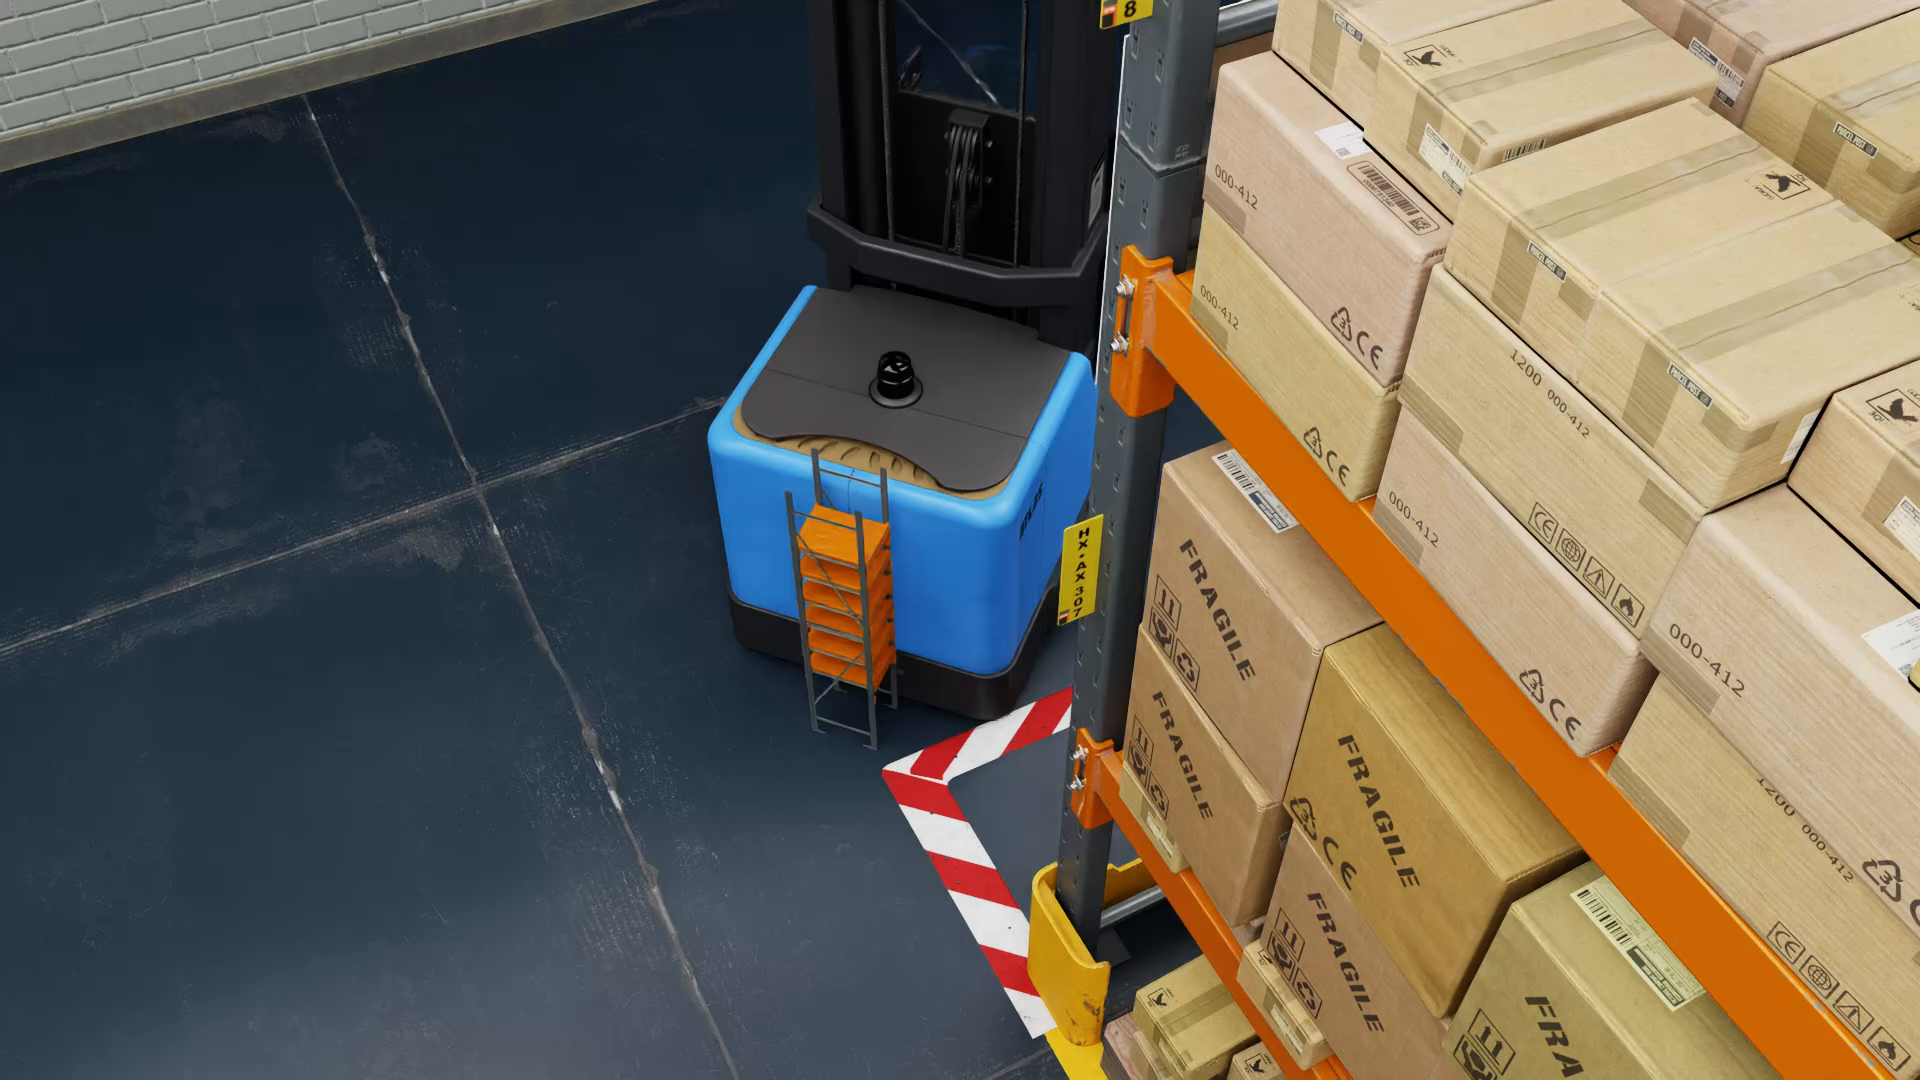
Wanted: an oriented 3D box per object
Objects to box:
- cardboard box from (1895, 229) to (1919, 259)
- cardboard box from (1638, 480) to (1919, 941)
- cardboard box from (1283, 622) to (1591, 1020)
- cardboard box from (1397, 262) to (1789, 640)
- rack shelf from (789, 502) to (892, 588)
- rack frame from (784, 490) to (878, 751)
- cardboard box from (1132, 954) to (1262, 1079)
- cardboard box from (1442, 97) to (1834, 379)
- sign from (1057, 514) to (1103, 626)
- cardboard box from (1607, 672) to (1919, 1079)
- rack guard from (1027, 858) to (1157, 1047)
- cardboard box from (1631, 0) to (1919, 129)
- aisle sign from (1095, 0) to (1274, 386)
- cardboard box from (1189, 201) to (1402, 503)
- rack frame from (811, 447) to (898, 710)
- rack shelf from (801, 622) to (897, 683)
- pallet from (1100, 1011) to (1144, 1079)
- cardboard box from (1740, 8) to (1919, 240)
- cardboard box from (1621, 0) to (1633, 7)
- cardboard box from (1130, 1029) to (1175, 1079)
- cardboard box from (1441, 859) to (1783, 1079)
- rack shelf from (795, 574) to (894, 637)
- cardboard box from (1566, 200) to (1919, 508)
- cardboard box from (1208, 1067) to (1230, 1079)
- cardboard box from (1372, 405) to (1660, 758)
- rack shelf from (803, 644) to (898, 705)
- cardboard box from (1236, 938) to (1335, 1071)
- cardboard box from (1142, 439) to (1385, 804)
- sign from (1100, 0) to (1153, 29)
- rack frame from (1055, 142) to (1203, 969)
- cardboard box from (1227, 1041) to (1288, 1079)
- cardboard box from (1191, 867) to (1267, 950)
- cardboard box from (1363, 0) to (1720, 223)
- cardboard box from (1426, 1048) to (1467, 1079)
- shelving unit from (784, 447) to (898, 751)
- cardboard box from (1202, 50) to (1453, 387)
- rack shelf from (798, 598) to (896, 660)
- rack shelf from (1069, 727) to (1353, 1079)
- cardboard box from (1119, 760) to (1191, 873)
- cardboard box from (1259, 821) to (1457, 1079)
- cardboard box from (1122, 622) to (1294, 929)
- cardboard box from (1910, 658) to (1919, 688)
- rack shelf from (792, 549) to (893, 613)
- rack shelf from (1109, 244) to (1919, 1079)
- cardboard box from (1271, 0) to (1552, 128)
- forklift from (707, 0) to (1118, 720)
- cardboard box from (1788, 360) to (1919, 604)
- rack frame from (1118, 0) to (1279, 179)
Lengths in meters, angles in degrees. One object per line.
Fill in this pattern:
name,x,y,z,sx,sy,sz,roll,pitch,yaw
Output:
cardboard box,1.418,-0.374,2.359,0.500,0.250,0.500,-22,53,-18
cardboard box,1.176,0.138,1.911,0.500,0.250,0.500,-21,52,-17
cardboard box,0.952,0.434,2.950,0.500,0.500,0.500,-20,52,-16
cardboard box,0.956,-0.204,2.211,0.500,0.250,0.500,-22,52,-18
rack shelf,-0.359,0.013,5.022,0.258,0.103,0.180,16,51,14
rack frame,-0.391,0.285,5.204,0.240,1.200,0.006,16,51,14
cardboard box,0.684,1.238,4.394,0.380,0.149,0.250,-23,53,-19
cardboard box,0.852,-0.389,2.107,0.380,0.149,0.250,-21,52,-18
sign,0.264,0.068,3.623,0.100,0.325,0.005,-21,52,-18
cardboard box,1.209,0.311,2.092,0.500,0.250,0.500,-23,53,-19
rack guard,0.781,1.040,5.008,1.175,0.500,0.348,-21,52,-18
cardboard box,1.204,-0.755,2.428,0.380,0.149,0.250,-20,52,-17
aisle sign,0.446,-0.635,3.086,0.394,0.787,0.004,-21,52,-18
cardboard box,0.724,-0.384,2.699,0.500,0.250,0.500,-19,52,-16
rack frame,-0.326,0.156,5.316,0.240,1.200,0.006,16,51,14
rack shelf,-0.359,0.329,5.384,0.258,0.103,0.180,16,51,14
pallet,1.121,1.691,4.631,1.003,0.211,1.213,-21,52,-18
cardboard box,1.304,-0.576,2.271,0.380,0.149,0.250,-23,53,-19
cardboard box,1.160,-0.947,2.595,0.380,0.149,0.250,-22,52,-18
cardboard box,0.701,1.427,4.624,0.380,0.149,0.250,-20,52,-17
cardboard box,1.170,0.789,2.638,0.500,0.500,0.500,-22,52,-18
rack shelf,-0.359,0.171,5.203,0.258,0.103,0.180,16,51,14
cardboard box,0.963,-0.226,1.965,0.380,0.149,0.250,-21,52,-17
cardboard box,0.758,1.308,4.531,0.380,0.149,0.250,-19,52,-16
cardboard box,0.962,-0.030,2.390,0.500,0.250,0.500,-20,52,-16
rack shelf,-0.359,0.408,5.474,0.258,0.103,0.180,16,51,14
cardboard box,0.832,0.933,3.608,0.380,0.149,0.250,-23,53,-19
cardboard box,0.716,0.098,3.243,0.500,0.500,0.500,-21,52,-18
sign,0.264,-0.922,2.490,0.100,0.325,0.005,-21,52,-18
rack frame,0.746,0.166,4.112,1.000,3.000,0.127,-21,52,-18
cardboard box,0.917,1.381,4.269,0.380,0.149,0.250,-20,52,-17
cardboard box,0.756,0.735,3.782,0.380,0.149,0.250,-19,52,-16
cardboard box,0.793,-0.596,2.288,0.380,0.149,0.250,-19,52,-16
cardboard box,1.187,1.113,3.020,0.500,0.500,0.500,-21,52,-17
shelving unit,-0.359,0.221,5.260,0.258,1.200,0.189,16,51,14
cardboard box,0.721,-0.547,2.510,0.500,0.250,0.500,-20,52,-17
rack shelf,-0.359,0.250,5.293,0.258,0.103,0.180,16,51,14
rack shelf,1.661,1.742,3.212,1.077,0.370,4.000,-21,52,-18
cardboard box,0.603,0.579,3.918,0.380,0.149,0.250,-22,52,-18
cardboard box,0.974,0.780,3.311,0.500,0.500,0.500,-21,52,-17
cardboard box,0.706,0.431,3.616,0.500,0.500,0.500,-19,51,-16
cardboard box,1.211,0.119,1.663,0.380,0.149,0.250,-20,52,-16
rack shelf,-0.359,0.092,5.113,0.258,0.103,0.180,16,51,14
rack shelf,1.661,0.754,2.083,1.077,0.370,4.000,-21,52,-18
cardboard box,0.692,-0.773,2.443,0.380,0.149,0.250,-22,52,-18
forklift,0.197,-1.490,5.606,1.130,2.935,3.031,16,51,14
cardboard box,1.174,-0.090,1.846,0.380,0.149,0.250,-20,52,-17
rack frame,0.746,-1.809,1.854,1.000,3.000,0.127,-21,52,-18
